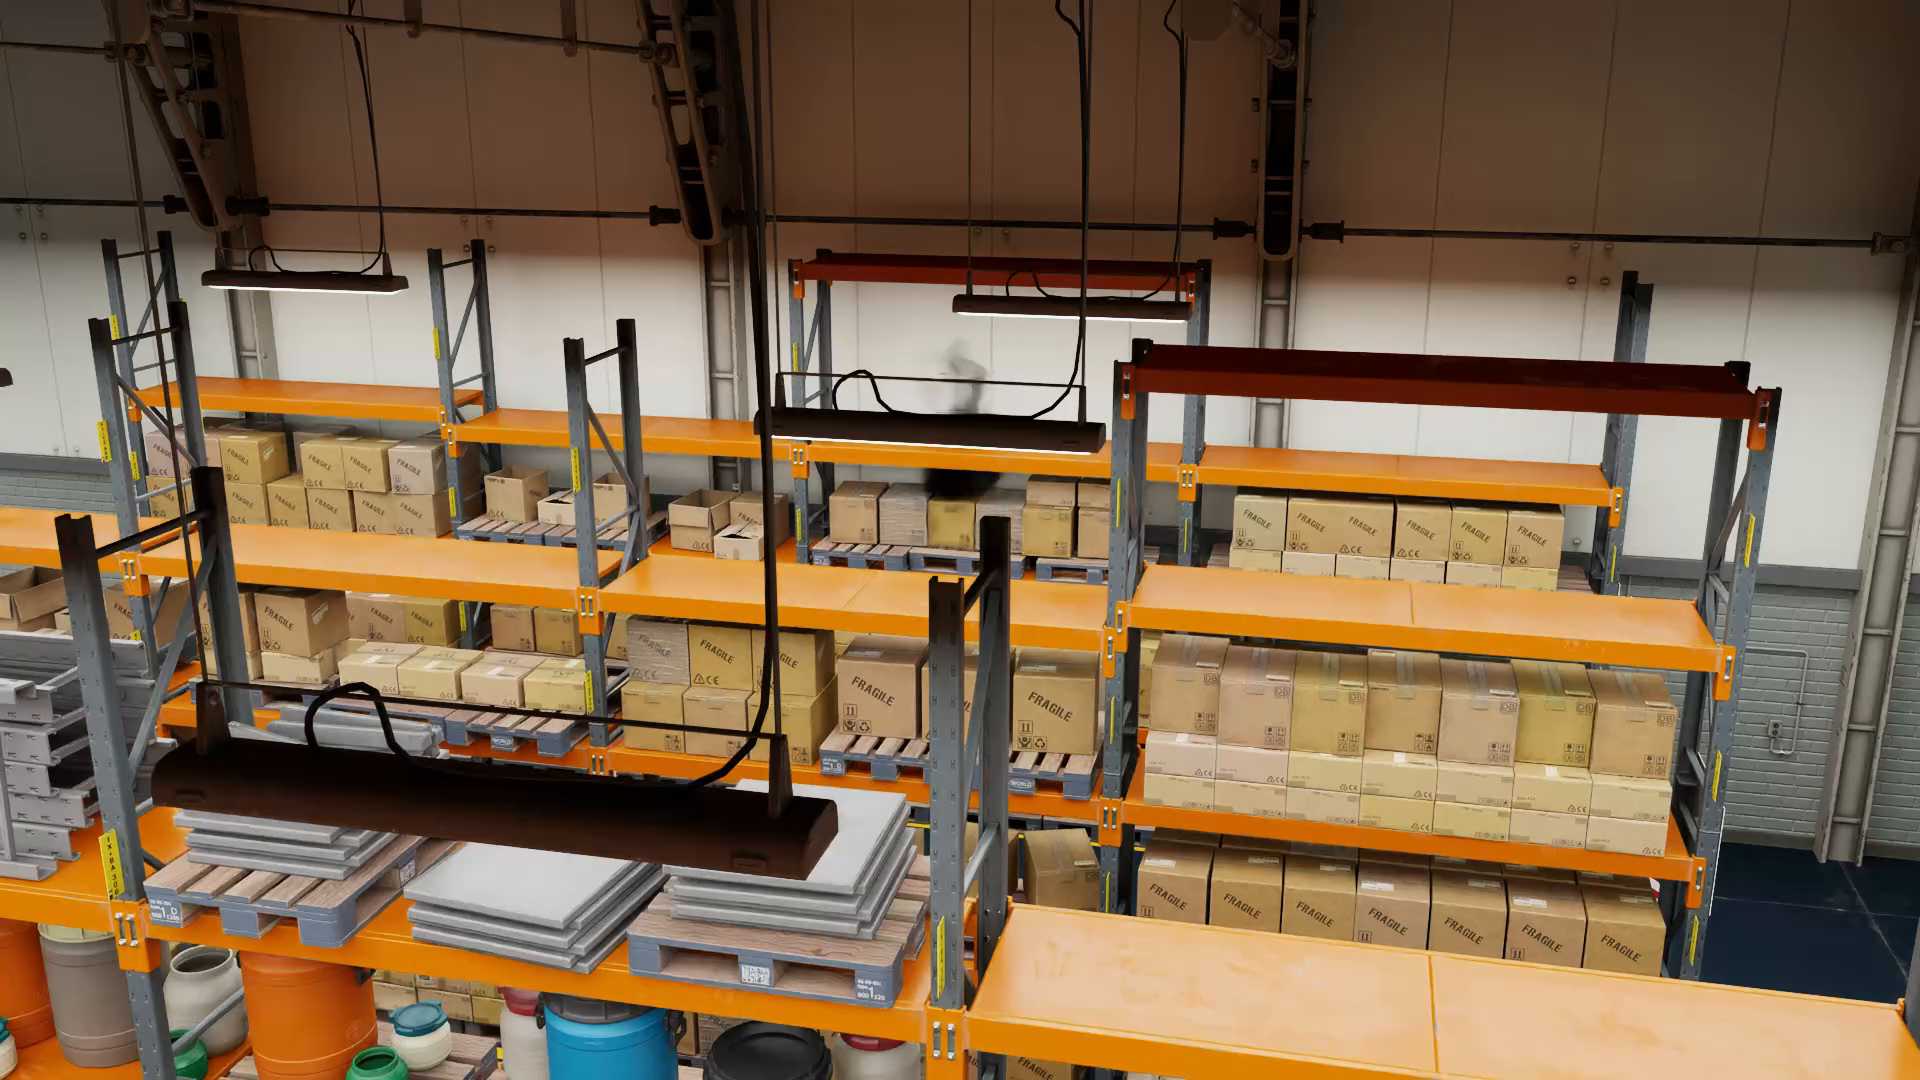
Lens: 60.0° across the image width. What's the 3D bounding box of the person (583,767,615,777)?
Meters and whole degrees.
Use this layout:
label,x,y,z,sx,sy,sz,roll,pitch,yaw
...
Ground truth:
label,x,y,z,sx,sy,sz,roll,pitch,yaw
person,-3.445,2.753,15.812,0.883,1.764,0.669,2,16,8
